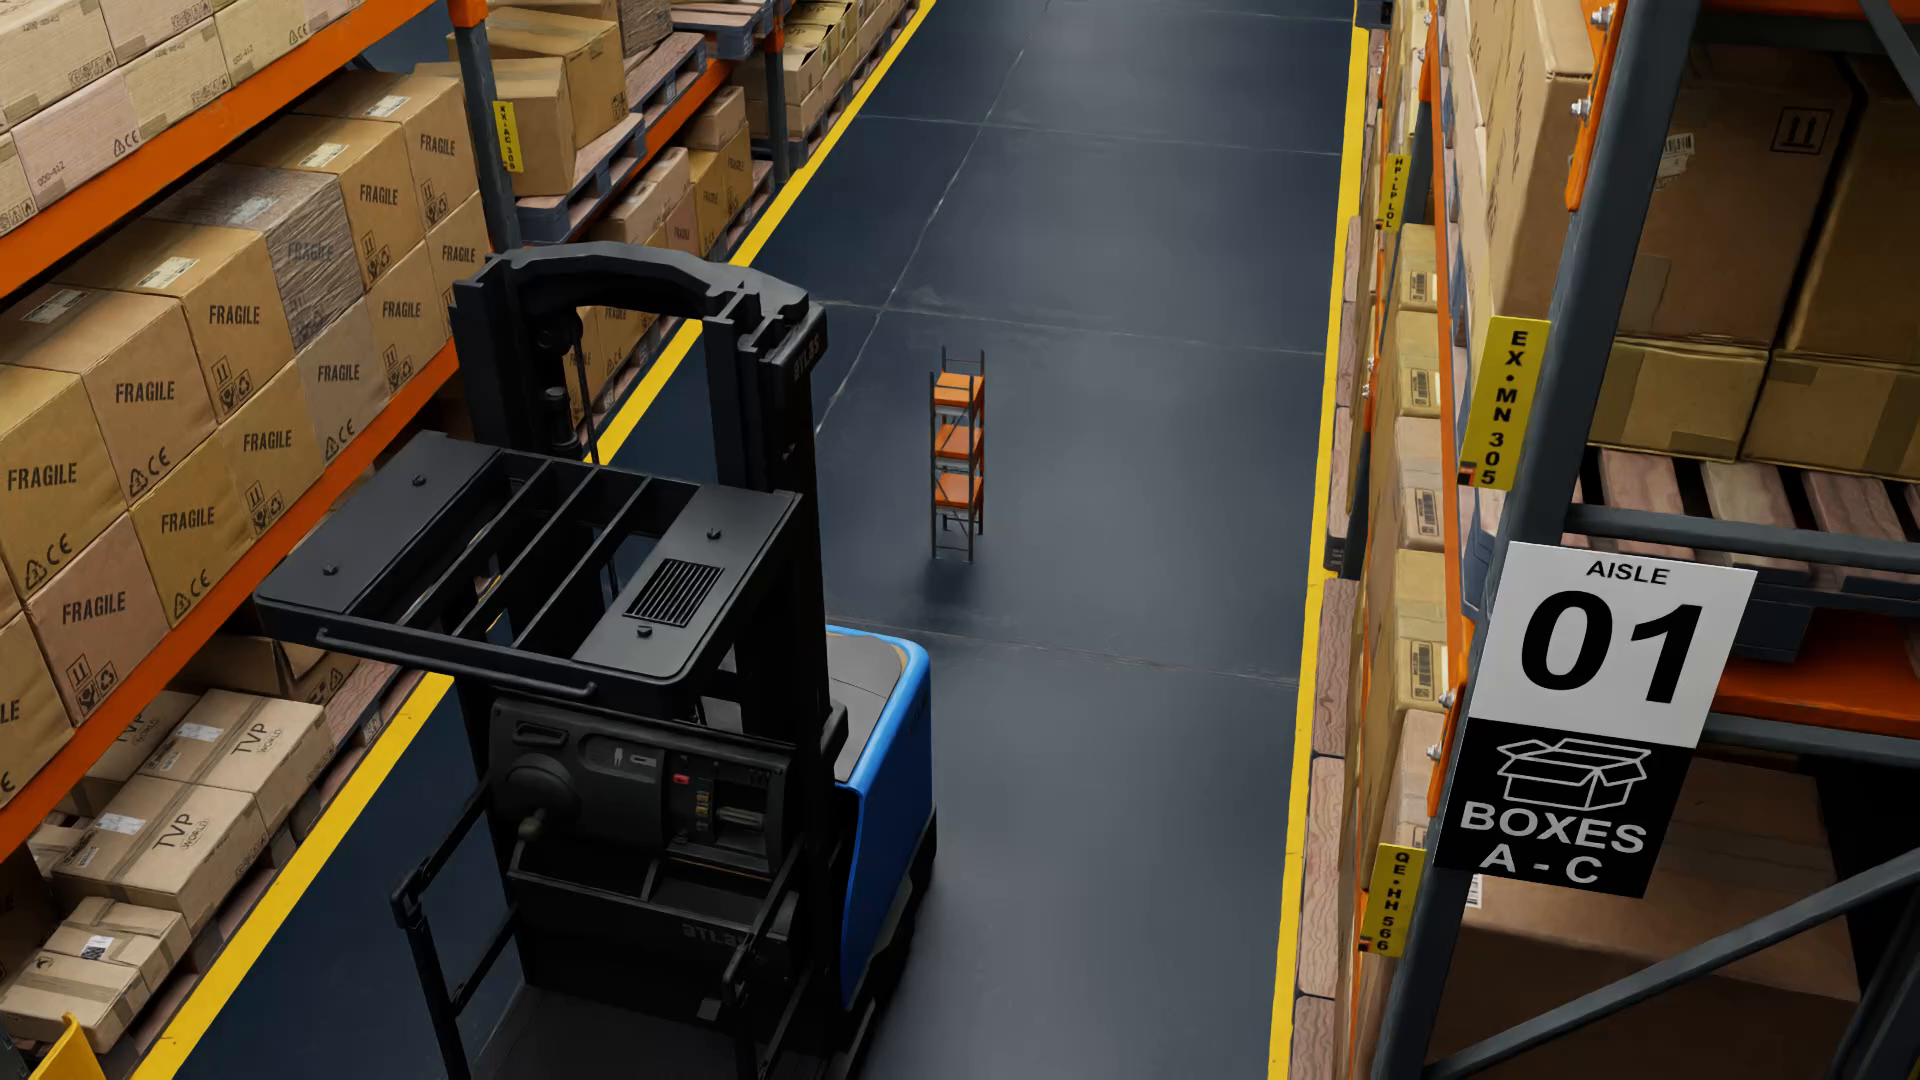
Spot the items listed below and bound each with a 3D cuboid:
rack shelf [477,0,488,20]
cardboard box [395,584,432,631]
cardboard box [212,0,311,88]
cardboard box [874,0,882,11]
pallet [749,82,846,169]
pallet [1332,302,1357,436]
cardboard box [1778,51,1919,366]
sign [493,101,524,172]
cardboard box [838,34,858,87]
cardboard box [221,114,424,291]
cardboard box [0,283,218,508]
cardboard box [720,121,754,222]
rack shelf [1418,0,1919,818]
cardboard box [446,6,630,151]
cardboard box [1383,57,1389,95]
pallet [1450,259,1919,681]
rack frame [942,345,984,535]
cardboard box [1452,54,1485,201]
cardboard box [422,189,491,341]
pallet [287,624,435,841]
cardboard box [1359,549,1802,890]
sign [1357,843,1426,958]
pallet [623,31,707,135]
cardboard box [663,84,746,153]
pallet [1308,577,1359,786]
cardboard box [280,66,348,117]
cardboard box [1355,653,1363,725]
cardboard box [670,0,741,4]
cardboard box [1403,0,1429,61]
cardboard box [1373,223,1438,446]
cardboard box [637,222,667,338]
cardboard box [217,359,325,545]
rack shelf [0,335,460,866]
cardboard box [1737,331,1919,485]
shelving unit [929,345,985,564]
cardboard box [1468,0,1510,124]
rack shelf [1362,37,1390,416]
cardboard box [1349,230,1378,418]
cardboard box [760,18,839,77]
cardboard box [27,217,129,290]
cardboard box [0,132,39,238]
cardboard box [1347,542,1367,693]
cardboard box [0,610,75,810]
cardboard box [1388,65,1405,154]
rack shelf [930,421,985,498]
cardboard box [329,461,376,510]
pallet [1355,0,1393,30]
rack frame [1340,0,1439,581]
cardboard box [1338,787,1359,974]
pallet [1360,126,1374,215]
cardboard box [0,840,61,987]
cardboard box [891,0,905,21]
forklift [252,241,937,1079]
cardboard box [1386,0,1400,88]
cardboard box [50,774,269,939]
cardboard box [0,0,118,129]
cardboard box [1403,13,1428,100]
[{"bbox_3d":[-2.130,-3.587,8.700,1.077,0.370,4.000,7,37,10],"label":"rack shelf"},{"bbox_3d":[-2.562,0.186,7.354,0.500,0.311,0.500,7,37,10],"label":"cardboard box"},{"bbox_3d":[-2.617,-1.786,5.730,0.500,0.250,0.500,7,37,10],"label":"cardboard box"},{"bbox_3d":[-0.869,-4.534,13.457,0.500,0.311,0.500,7,37,10],"label":"cardboard box"},{"bbox_3d":[-1.489,-3.148,12.414,1.003,0.211,1.213,7,37,10],"label":"pallet"},{"bbox_3d":[2.632,-0.923,9.343,1.003,0.211,1.213,7,37,10],"label":"pallet"},{"bbox_3d":[1.820,-0.661,3.096,0.500,0.500,0.500,6,36,8],"label":"cardboard box"},{"bbox_3d":[-2.026,-1.804,7.445,0.100,0.325,0.005,7,37,10],"label":"sign"},{"bbox_3d":[-1.093,-3.717,12.808,0.500,0.250,0.500,6,36,9],"label":"cardboard box"},{"bbox_3d":[-2.519,-1.346,6.614,0.500,0.500,0.500,7,36,9],"label":"cardboard box"},{"bbox_3d":[-2.843,-0.477,5.415,0.500,0.500,0.500,8,37,11],"label":"cardboard box"},{"bbox_3d":[-1.673,-2.411,10.775,0.500,0.500,0.500,9,37,12],"label":"cardboard box"},{"bbox_3d":[1.856,-0.675,4.682,1.077,0.370,4.000,7,37,10],"label":"rack shelf"},{"bbox_3d":[-2.153,-2.373,8.525,0.700,0.500,0.500,13,38,17],"label":"cardboard box"},{"bbox_3d":[2.639,-2.653,9.551,0.380,0.149,0.250,8,37,11],"label":"cardboard box"},{"bbox_3d":[1.577,-0.210,3.504,1.003,0.211,1.213,7,37,10],"label":"pallet"},{"bbox_3d":[0.015,-0.464,7.996,0.200,1.050,0.008,7,37,10],"label":"rack frame"},{"bbox_3d":[1.542,-1.020,4.230,0.500,0.250,0.500,6,36,9],"label":"cardboard box"},{"bbox_3d":[-2.413,-1.239,7.318,0.500,0.500,0.500,8,37,11],"label":"cardboard box"},{"bbox_3d":[-2.963,0.707,7.094,1.003,0.211,1.213,7,37,10],"label":"pallet"},{"bbox_3d":[1.672,0.561,4.664,0.980,0.700,0.700,7,37,10],"label":"cardboard box"},{"bbox_3d":[0.901,0.754,3.465,0.100,0.325,0.005,7,37,10],"label":"sign"},{"bbox_3d":[-2.114,-2.617,9.468,1.003,0.211,1.213,7,37,10],"label":"pallet"},{"bbox_3d":[-1.681,-2.681,10.510,0.500,0.250,0.500,9,37,12],"label":"cardboard box"},{"bbox_3d":[2.044,0.657,7.164,1.003,0.211,1.213,7,37,10],"label":"pallet"},{"bbox_3d":[-2.933,-1.727,7.140,0.500,0.500,0.500,8,37,11],"label":"cardboard box"},{"bbox_3d":[1.660,0.570,6.127,0.380,0.149,0.250,6,36,9],"label":"cardboard box"},{"bbox_3d":[-1.727,-3.646,10.281,0.700,0.500,0.500,-4,36,-6],"label":"cardboard box"},{"bbox_3d":[2.468,-2.547,8.214,0.500,0.250,0.500,7,36,9],"label":"cardboard box"},{"bbox_3d":[2.151,-0.711,6.419,0.980,0.700,0.700,8,37,11],"label":"cardboard box"},{"bbox_3d":[-1.999,-1.523,9.550,0.500,0.500,0.500,8,37,11],"label":"cardboard box"},{"bbox_3d":[-2.736,-0.356,6.100,0.500,0.500,0.500,8,37,11],"label":"cardboard box"},{"bbox_3d":[-2.985,-0.079,6.416,1.077,0.370,4.000,7,37,10],"label":"rack shelf"},{"bbox_3d":[1.824,-0.357,3.315,0.500,0.250,0.500,9,37,12],"label":"cardboard box"},{"bbox_3d":[-0.011,-0.394,7.900,0.215,1.050,0.252,7,37,10],"label":"shelving unit"},{"bbox_3d":[1.539,-1.313,3.995,0.500,0.500,0.500,6,36,8],"label":"cardboard box"},{"bbox_3d":[2.710,-1.754,8.726,1.077,0.370,4.000,7,37,10],"label":"rack shelf"},{"bbox_3d":[2.482,-1.097,8.681,0.750,0.750,0.750,8,37,11],"label":"cardboard box"},{"bbox_3d":[-1.200,-3.660,12.251,0.500,0.311,0.500,6,36,9],"label":"cardboard box"},{"bbox_3d":[-3.262,-0.841,5.917,0.500,0.500,0.500,8,37,11],"label":"cardboard box"},{"bbox_3d":[-2.934,-0.925,4.542,0.500,0.250,0.500,7,37,10],"label":"cardboard box"},{"bbox_3d":[2.023,0.360,6.970,0.700,0.500,0.500,8,37,11],"label":"cardboard box"},{"bbox_3d":[-3.059,0.514,4.899,0.500,0.500,0.500,8,37,11],"label":"cardboard box"},{"bbox_3d":[2.350,-1.944,8.021,0.500,0.500,0.500,7,37,10],"label":"cardboard box"},{"bbox_3d":[-0.011,-0.386,7.906,0.215,0.259,0.240,7,37,10],"label":"rack shelf"},{"bbox_3d":[-2.858,-0.393,8.152,0.500,0.311,0.500,7,37,10],"label":"cardboard box"},{"bbox_3d":[3.185,-3.536,10.736,1.213,0.211,1.003,7,37,10],"label":"pallet"},{"bbox_3d":[2.283,-0.898,6.933,1.000,3.000,0.127,7,37,10],"label":"rack frame"},{"bbox_3d":[1.694,1.248,5.744,0.700,0.500,0.500,6,36,8],"label":"cardboard box"},{"bbox_3d":[3.305,-2.510,11.534,1.003,0.211,1.213,7,37,10],"label":"pallet"},{"bbox_3d":[-3.536,1.268,5.700,0.500,0.500,0.500,7,37,10],"label":"cardboard box"},{"bbox_3d":[-0.764,-4.596,14.021,0.500,0.250,0.500,7,36,9],"label":"cardboard box"},{"bbox_3d":[-0.997,0.797,4.653,1.130,2.935,3.031,10,37,13],"label":"forklift"},{"bbox_3d":[2.662,-2.815,9.222,0.500,0.500,0.500,8,37,12],"label":"cardboard box"},{"bbox_3d":[-2.912,1.149,6.077,0.500,0.250,0.500,7,37,10],"label":"cardboard box"},{"bbox_3d":[-2.834,-1.415,4.792,0.500,0.250,0.500,7,37,10],"label":"cardboard box"},{"bbox_3d":[2.360,-2.255,7.811,0.500,0.250,0.500,8,37,11],"label":"cardboard box"}]
